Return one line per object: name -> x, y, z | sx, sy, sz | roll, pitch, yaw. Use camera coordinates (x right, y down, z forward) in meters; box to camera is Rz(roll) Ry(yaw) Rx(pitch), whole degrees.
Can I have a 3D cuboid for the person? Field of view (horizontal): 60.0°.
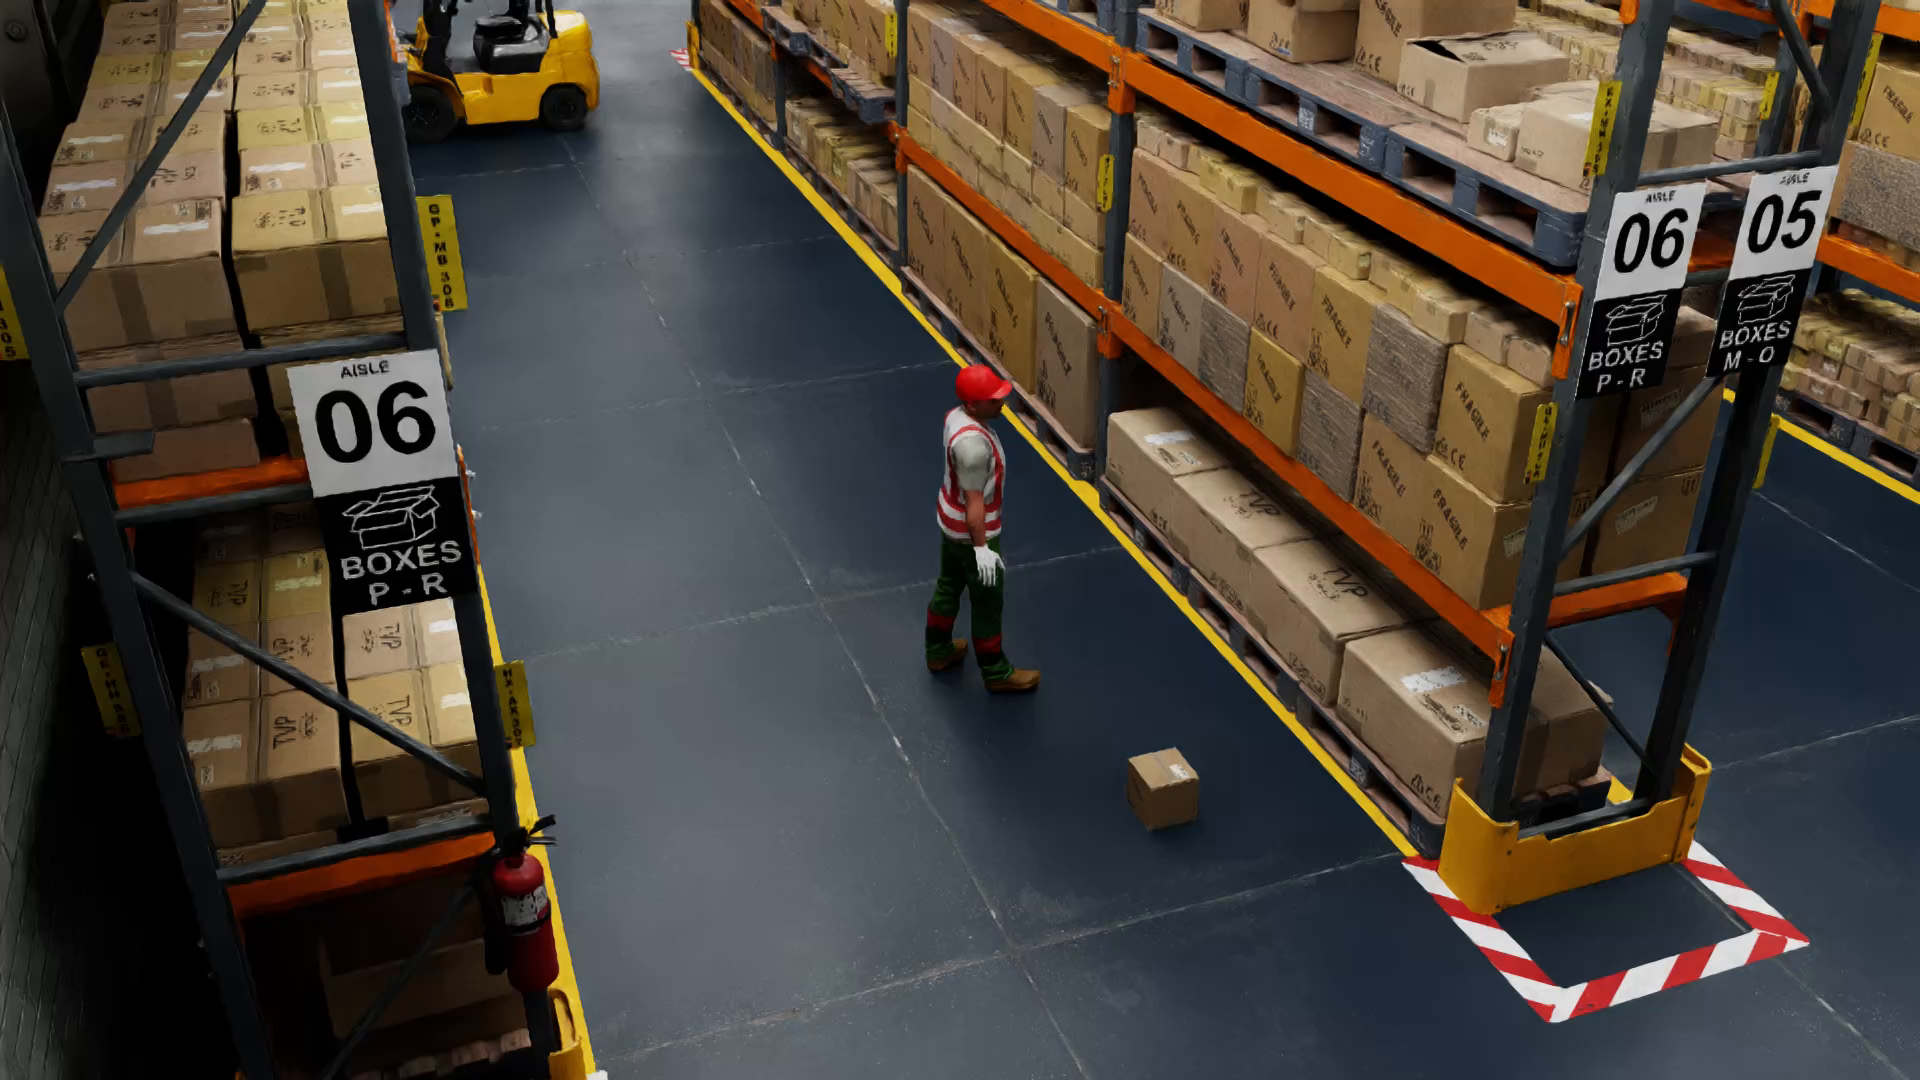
person -> 0.124, -0.051, 8.362 | 0.577, 1.787, 0.689 | -5, 30, -9
